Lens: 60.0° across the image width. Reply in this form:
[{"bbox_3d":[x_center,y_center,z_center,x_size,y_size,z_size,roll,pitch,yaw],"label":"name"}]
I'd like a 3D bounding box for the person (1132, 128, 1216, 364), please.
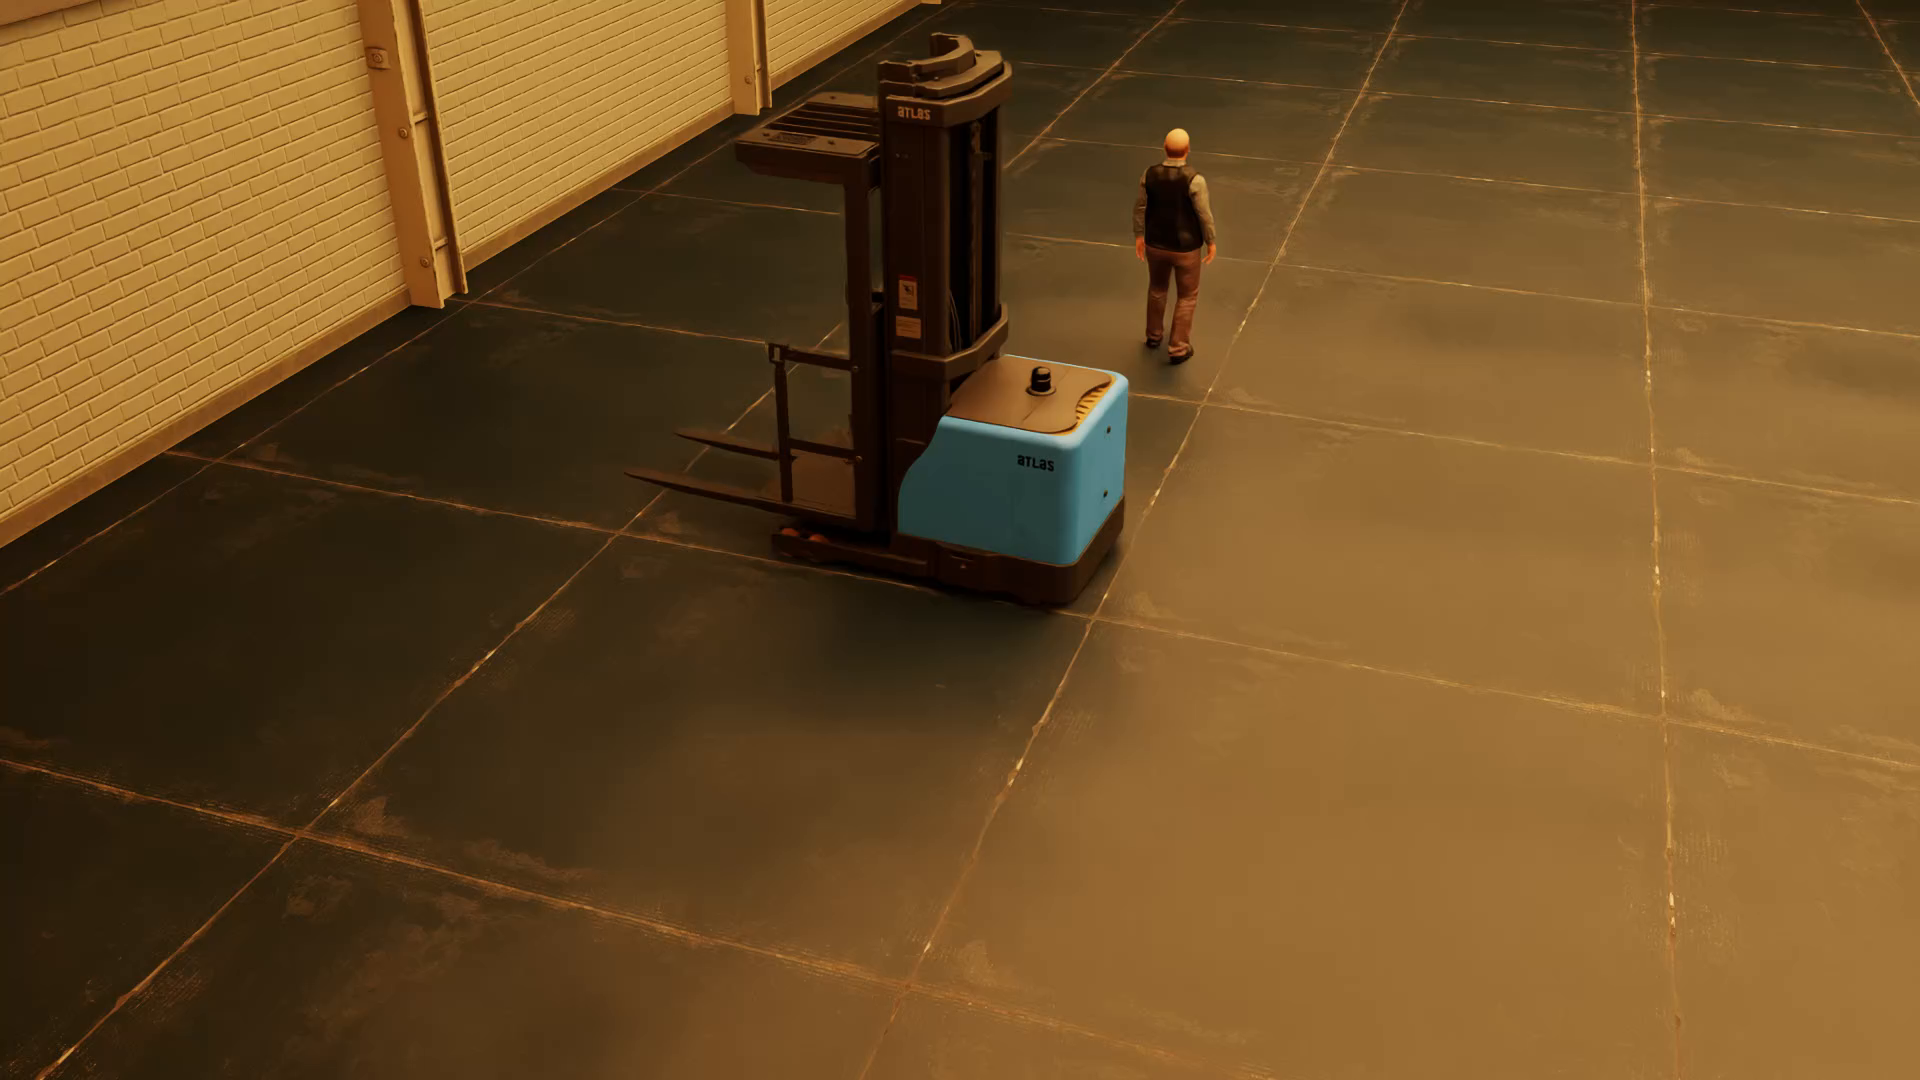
[{"bbox_3d":[1.596,-2.161,12.195,0.614,1.751,0.513,17,34,27],"label":"person"}]

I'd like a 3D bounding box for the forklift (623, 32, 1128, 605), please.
[{"bbox_3d":[-0.579,-1.367,9.534,3.031,2.935,1.130,12,32,19],"label":"forklift"}]
